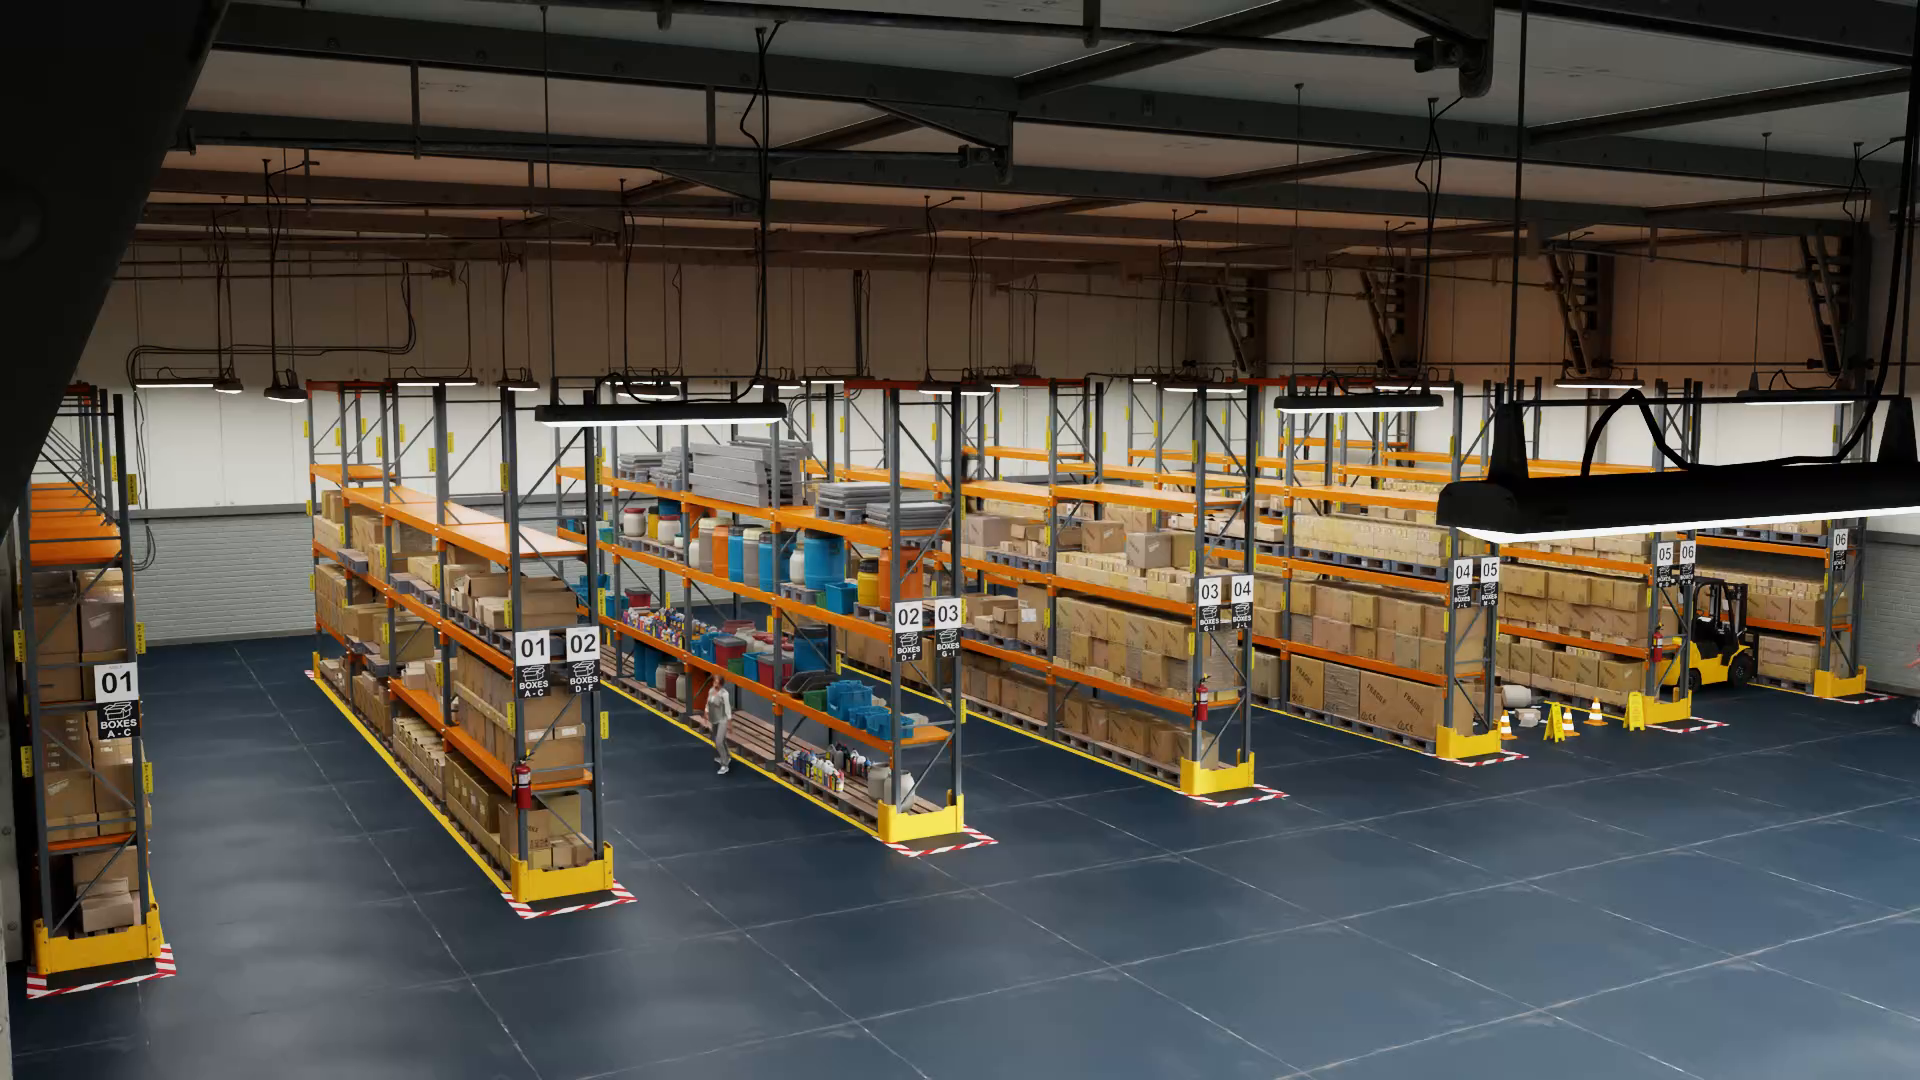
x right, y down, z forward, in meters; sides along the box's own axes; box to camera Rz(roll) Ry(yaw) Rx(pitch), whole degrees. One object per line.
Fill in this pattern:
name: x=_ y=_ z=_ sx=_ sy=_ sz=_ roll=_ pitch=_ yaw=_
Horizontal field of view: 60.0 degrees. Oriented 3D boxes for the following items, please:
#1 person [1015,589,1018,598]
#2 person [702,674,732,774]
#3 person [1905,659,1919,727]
person: x=1.714 y=1.051 z=41.755 sx=0.835 sy=1.778 sz=0.673 roll=3 pitch=7 yaw=25
person: x=-3.740 y=2.810 z=25.941 sx=0.691 sy=1.530 sz=0.619 roll=6 pitch=8 yaw=43
person: x=16.929 y=2.538 z=28.661 sx=0.639 sy=1.486 sz=1.040 roll=-2 pitch=6 yaw=-20
